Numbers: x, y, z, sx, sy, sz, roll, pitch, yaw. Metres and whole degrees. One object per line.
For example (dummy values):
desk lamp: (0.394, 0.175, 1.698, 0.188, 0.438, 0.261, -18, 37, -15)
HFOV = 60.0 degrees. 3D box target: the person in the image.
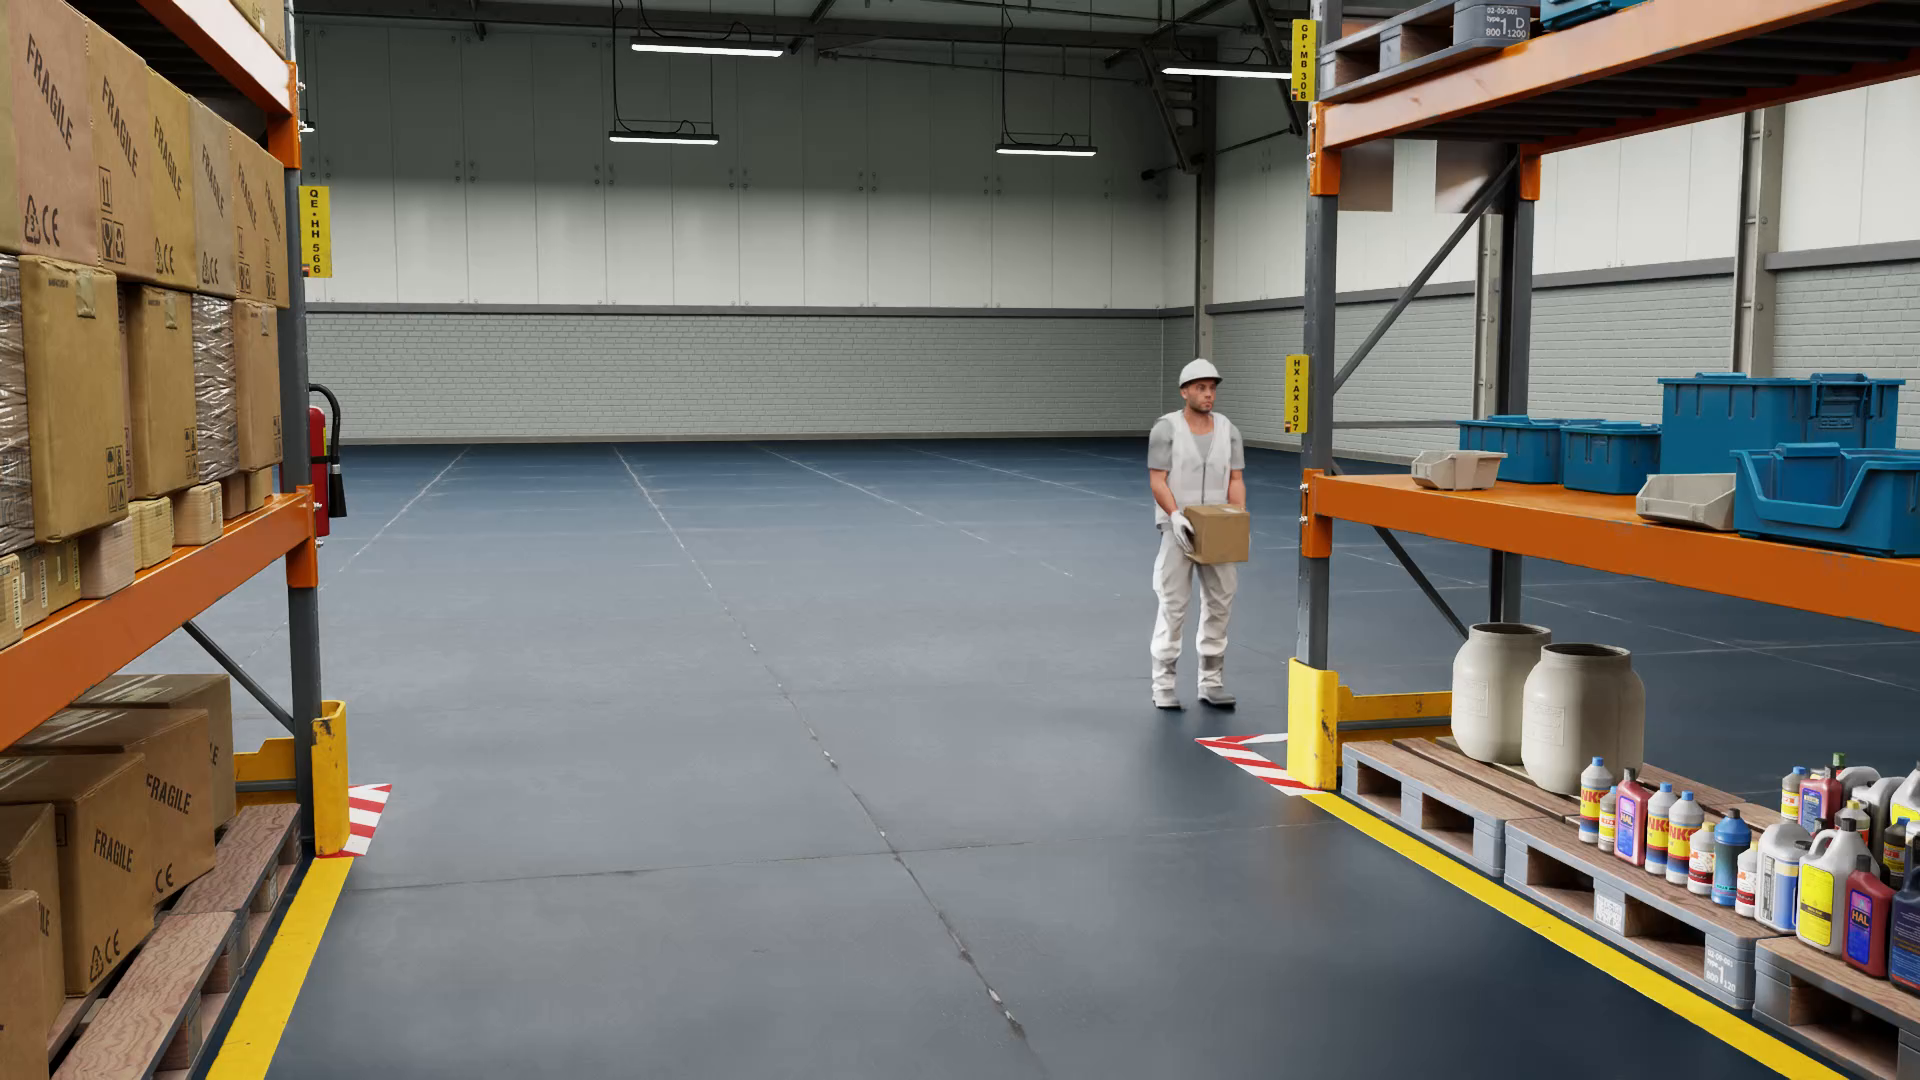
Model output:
person: (1.241, -0.032, 8.558, 0.529, 1.794, 0.498, -2, 6, -14)
